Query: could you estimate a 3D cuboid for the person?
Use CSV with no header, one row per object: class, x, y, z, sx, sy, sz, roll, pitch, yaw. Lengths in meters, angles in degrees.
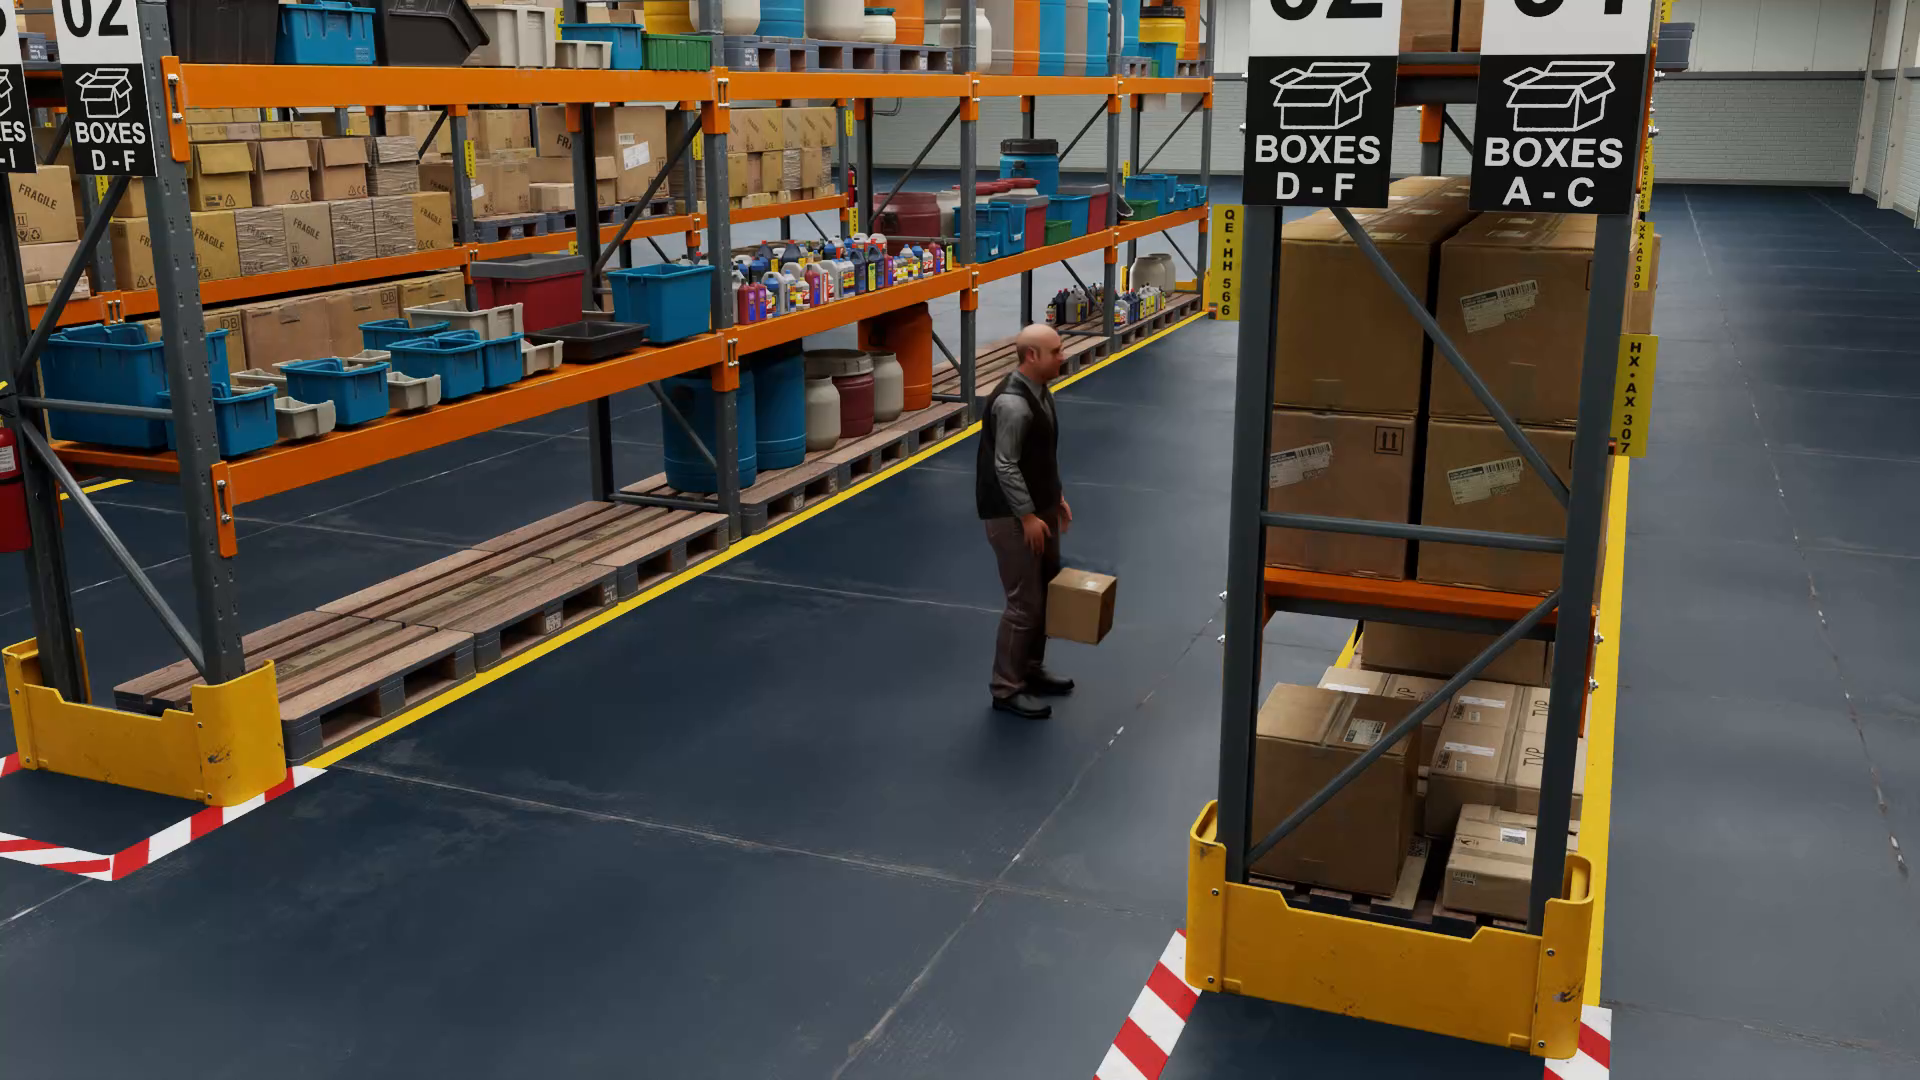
person,0.287,-0.111,7.466,0.418,1.724,0.561,5,16,19
